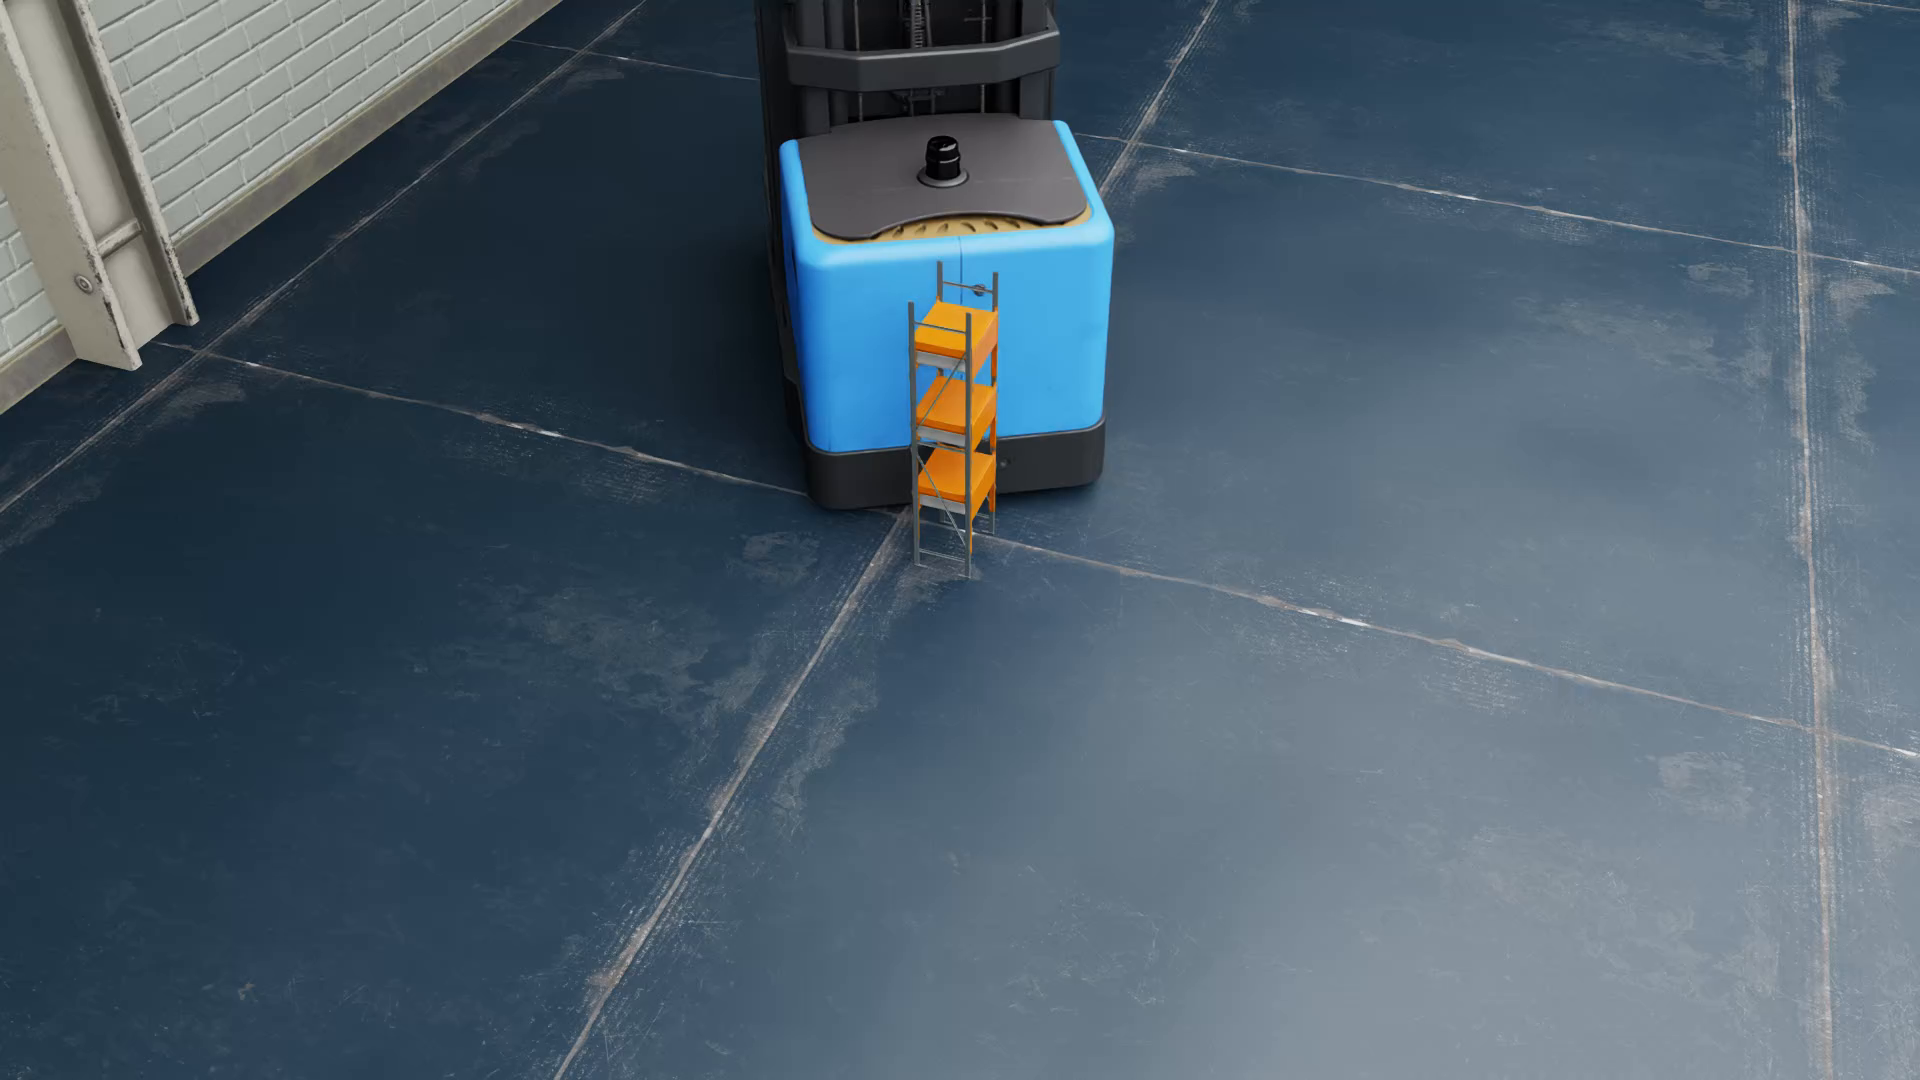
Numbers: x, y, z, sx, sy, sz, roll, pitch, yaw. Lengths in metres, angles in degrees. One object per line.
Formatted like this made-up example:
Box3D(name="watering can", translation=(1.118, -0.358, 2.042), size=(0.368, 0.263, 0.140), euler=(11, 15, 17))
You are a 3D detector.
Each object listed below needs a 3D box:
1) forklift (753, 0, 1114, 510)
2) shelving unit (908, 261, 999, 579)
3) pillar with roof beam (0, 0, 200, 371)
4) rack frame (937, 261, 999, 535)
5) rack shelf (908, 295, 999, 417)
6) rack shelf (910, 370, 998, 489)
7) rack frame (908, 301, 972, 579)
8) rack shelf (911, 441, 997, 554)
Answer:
Box3D(name="forklift", translation=(-0.231, -2.179, 6.046), size=(1.130, 2.935, 3.031), euler=(-6, 41, -7))
Box3D(name="shelving unit", translation=(-0.018, -0.367, 5.371), size=(0.215, 1.050, 0.252), euler=(13, 42, 15))
Box3D(name="pillar with roof beam", translation=(0.723, -3.286, 2.668), size=(9.100, 9.000, 0.400), euler=(13, 42, 15))
Box3D(name="rack frame", translation=(0.023, -0.441, 5.458), size=(0.200, 1.050, 0.008), euler=(13, 42, 15))
Box3D(name="rack shelf", translation=(-0.018, -0.575, 5.194), size=(0.215, 0.259, 0.240), euler=(13, 42, 15))
Box3D(name="rack shelf", translation=(-0.018, -0.359, 5.378), size=(0.215, 0.259, 0.240), euler=(13, 42, 15))
Box3D(name="rack frame", translation=(-0.060, -0.292, 5.284), size=(0.200, 1.050, 0.008), euler=(13, 42, 15))
Box3D(name="rack shelf", translation=(-0.018, -0.147, 5.558), size=(0.215, 0.259, 0.240), euler=(13, 42, 15))
